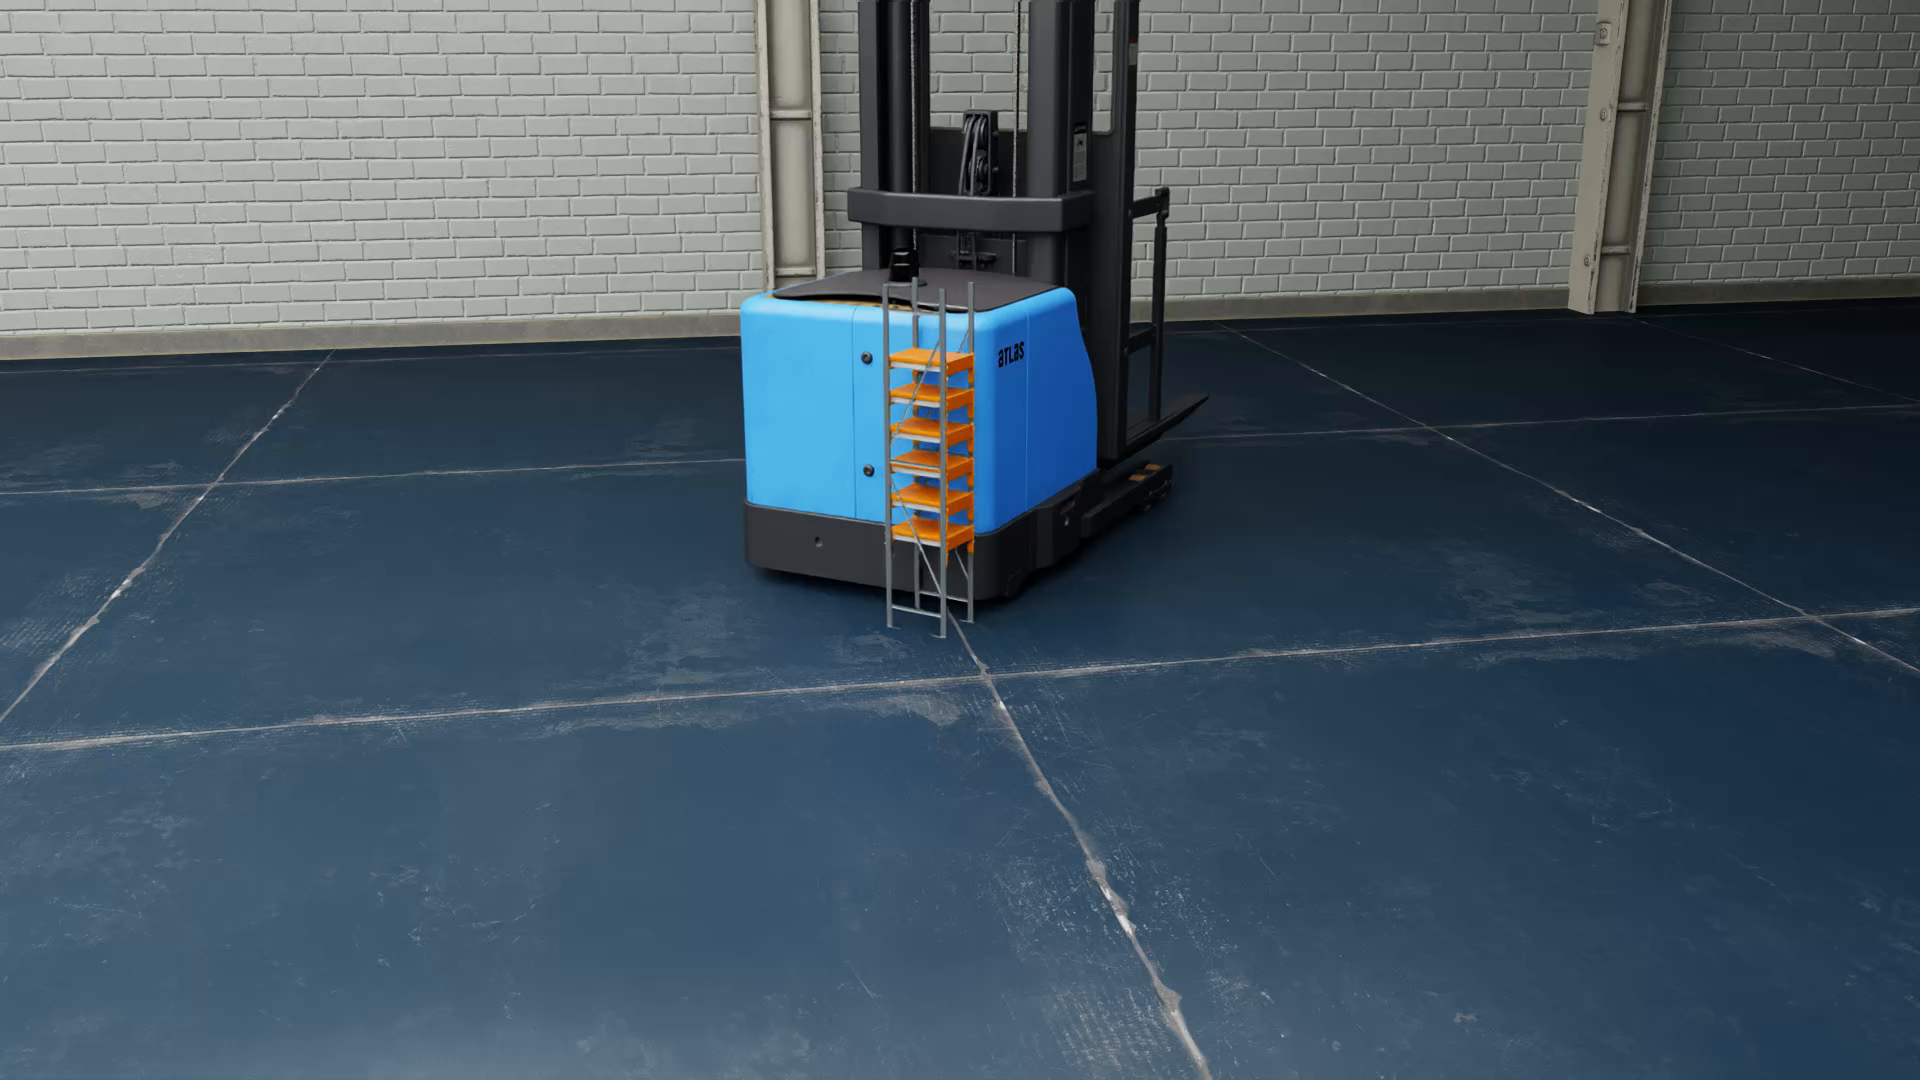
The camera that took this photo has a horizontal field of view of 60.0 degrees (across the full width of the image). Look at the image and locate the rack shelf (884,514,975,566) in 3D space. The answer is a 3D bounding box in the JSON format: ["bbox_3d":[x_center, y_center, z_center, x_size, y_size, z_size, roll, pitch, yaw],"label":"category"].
[{"bbox_3d":[-0.104,-0.001,5.739,0.258,0.103,0.180,10,20,29],"label":"rack shelf"}]

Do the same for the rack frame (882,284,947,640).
[{"bbox_3d":[-0.151,-0.249,5.580,0.240,1.200,0.006,10,20,29],"label":"rack frame"}]

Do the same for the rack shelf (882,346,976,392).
[{"bbox_3d":[-0.104,-0.574,5.563,0.258,0.103,0.180,10,20,29],"label":"rack shelf"}]

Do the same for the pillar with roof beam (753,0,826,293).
[{"bbox_3d":[-0.299,-4.441,5.945,0.400,9.000,9.100,-3,17,-10],"label":"pillar with roof beam"}]

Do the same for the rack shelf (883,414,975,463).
[{"bbox_3d":[-0.104,-0.345,5.633,0.258,0.103,0.180,10,20,29],"label":"rack shelf"}]

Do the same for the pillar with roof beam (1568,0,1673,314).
[{"bbox_3d":[5.592,-4.775,7.033,0.400,9.000,9.100,-3,17,-10],"label":"pillar with roof beam"}]

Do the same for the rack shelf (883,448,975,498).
[{"bbox_3d":[-0.104,-0.230,5.668,0.258,0.103,0.180,10,20,29],"label":"rack shelf"}]

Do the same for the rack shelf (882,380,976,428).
[{"bbox_3d":[-0.104,-0.459,5.598,0.258,0.103,0.180,10,20,29],"label":"rack shelf"}]

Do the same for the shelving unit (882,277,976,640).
[{"bbox_3d":[-0.104,-0.272,5.655,0.258,1.200,0.189,10,20,29],"label":"shelving unit"}]

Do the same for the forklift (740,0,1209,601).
[{"bbox_3d":[0.292,-1.574,6.944,1.130,2.935,3.031,8,19,25],"label":"forklift"}]

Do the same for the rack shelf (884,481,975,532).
[{"bbox_3d":[-0.104,-0.115,5.703,0.258,0.103,0.180,10,20,29],"label":"rack shelf"}]

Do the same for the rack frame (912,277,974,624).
[{"bbox_3d":[-0.058,-0.296,5.730,0.240,1.200,0.006,10,20,29],"label":"rack frame"}]
